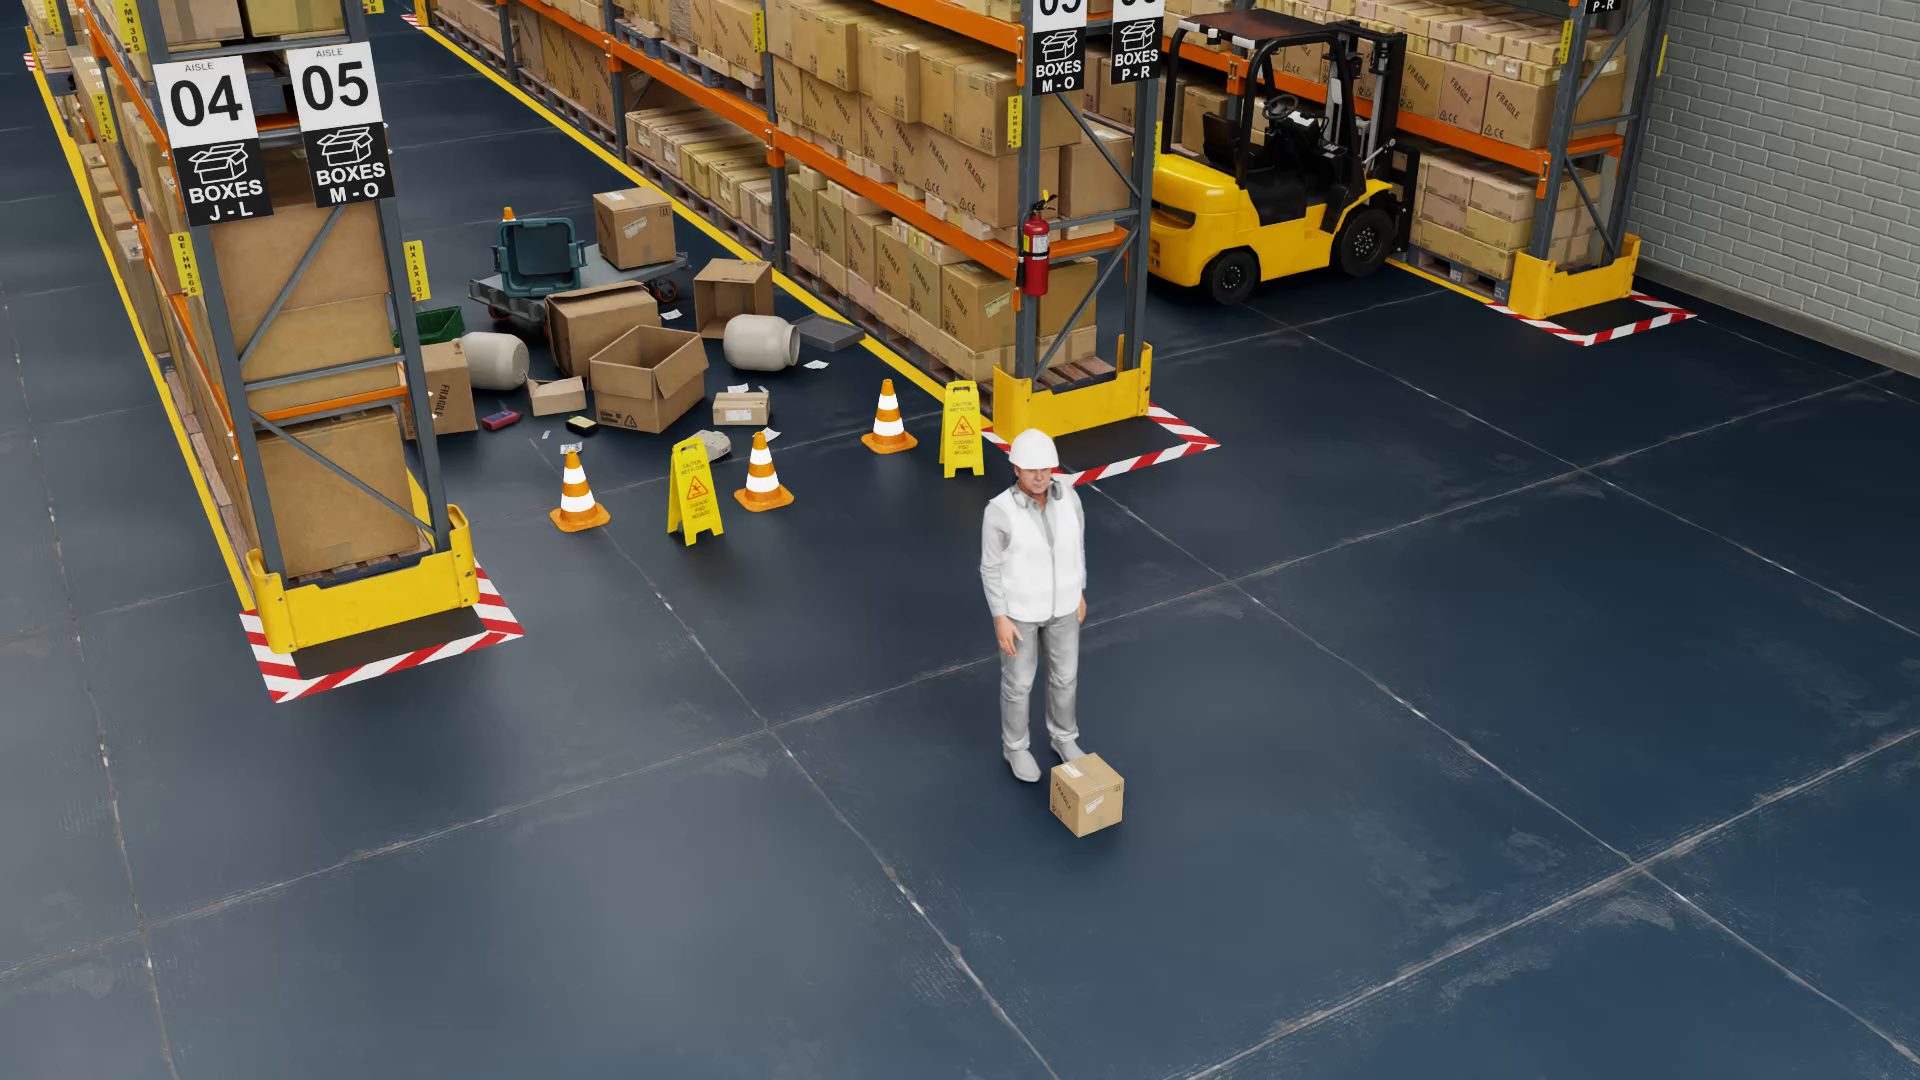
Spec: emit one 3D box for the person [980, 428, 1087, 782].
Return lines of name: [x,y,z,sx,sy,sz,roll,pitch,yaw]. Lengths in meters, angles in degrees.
person: [0.375,0.328,7.898,0.553,1.788,0.427,-13,31,-22]
